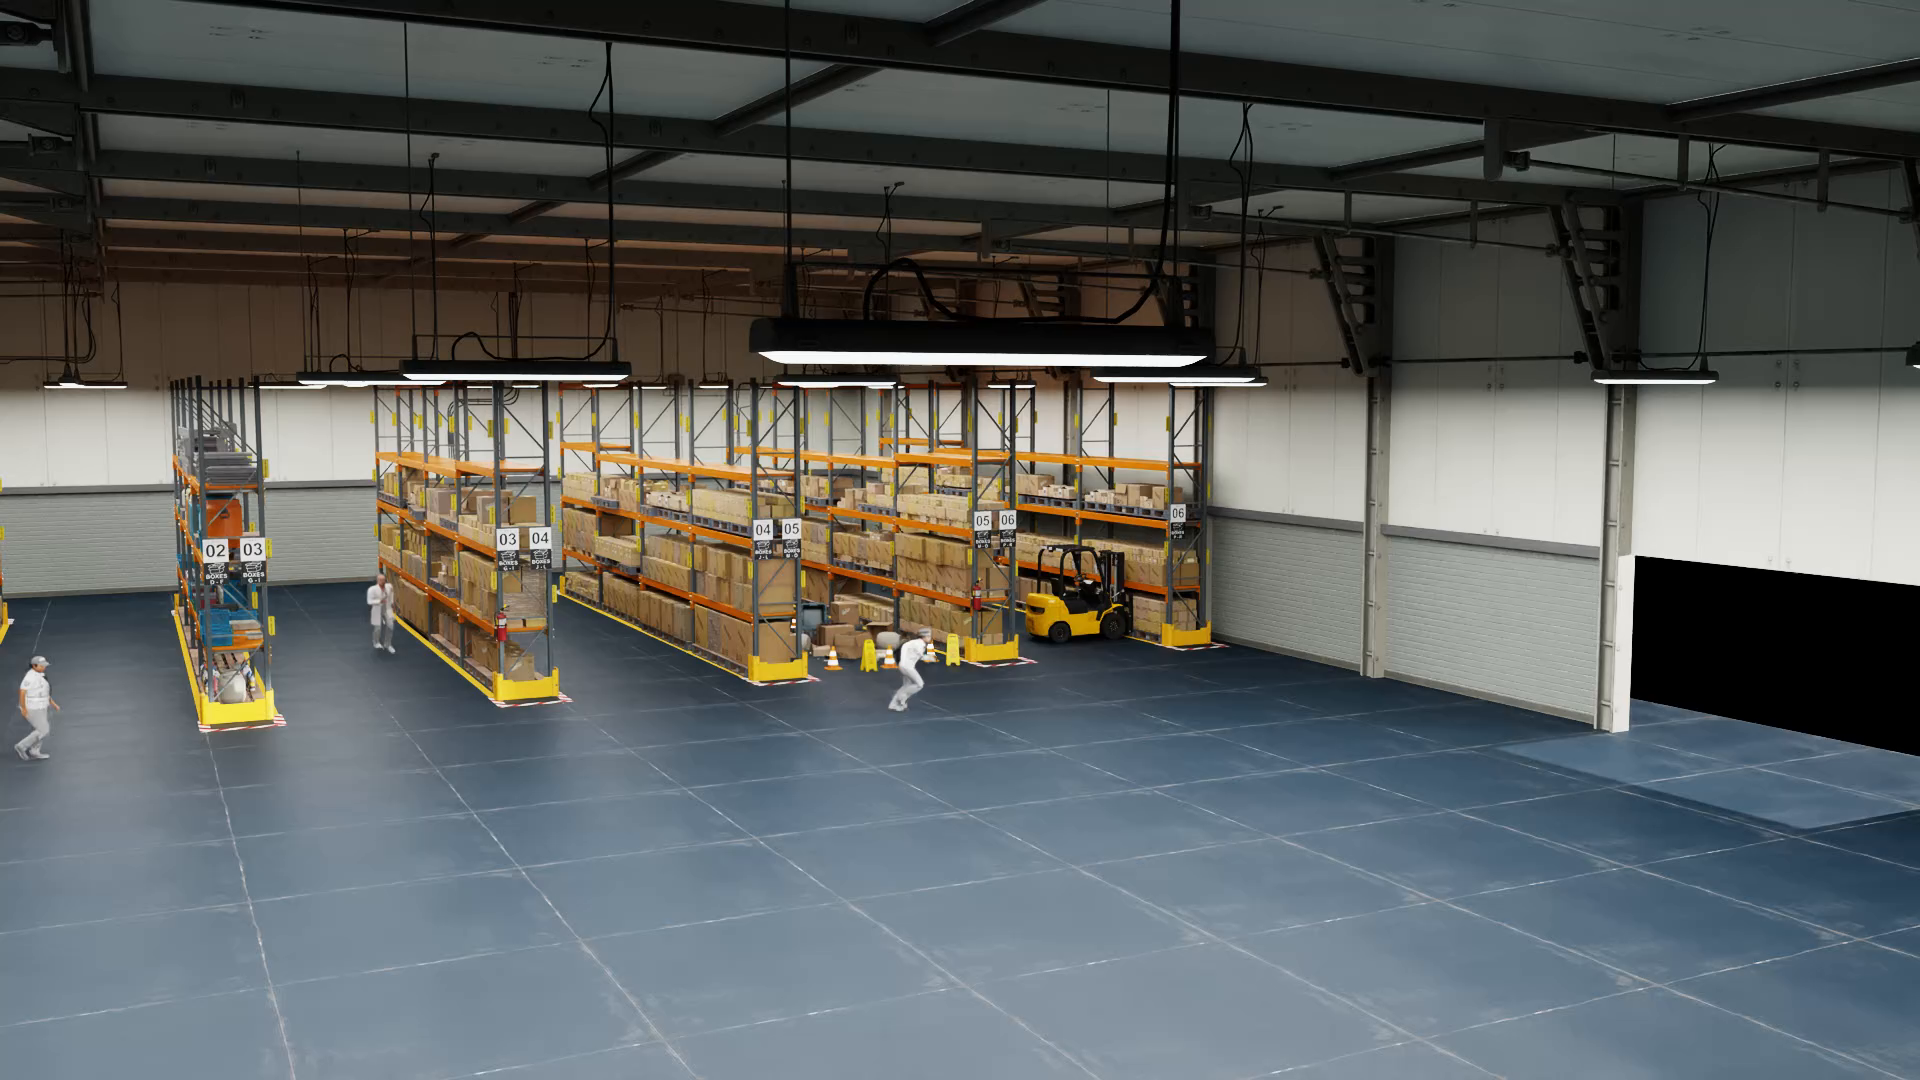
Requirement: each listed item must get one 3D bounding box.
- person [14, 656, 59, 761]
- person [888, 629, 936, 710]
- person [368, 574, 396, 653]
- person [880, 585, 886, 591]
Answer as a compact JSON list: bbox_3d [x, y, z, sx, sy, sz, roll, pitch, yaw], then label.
[{"bbox_3d":[-14.325,2.607,25.759,0.543,1.632,0.605,-1,5,-14],"label":"person"},{"bbox_3d":[-0.869,2.327,29.741,0.859,1.497,0.648,1,5,9],"label":"person"},{"bbox_3d":[-12.698,1.601,36.471,0.626,1.733,1.057,-3,6,-31],"label":"person"},{"bbox_3d":[-2.137,0.697,47.689,0.705,1.603,1.024,-3,6,-29],"label":"person"}]
